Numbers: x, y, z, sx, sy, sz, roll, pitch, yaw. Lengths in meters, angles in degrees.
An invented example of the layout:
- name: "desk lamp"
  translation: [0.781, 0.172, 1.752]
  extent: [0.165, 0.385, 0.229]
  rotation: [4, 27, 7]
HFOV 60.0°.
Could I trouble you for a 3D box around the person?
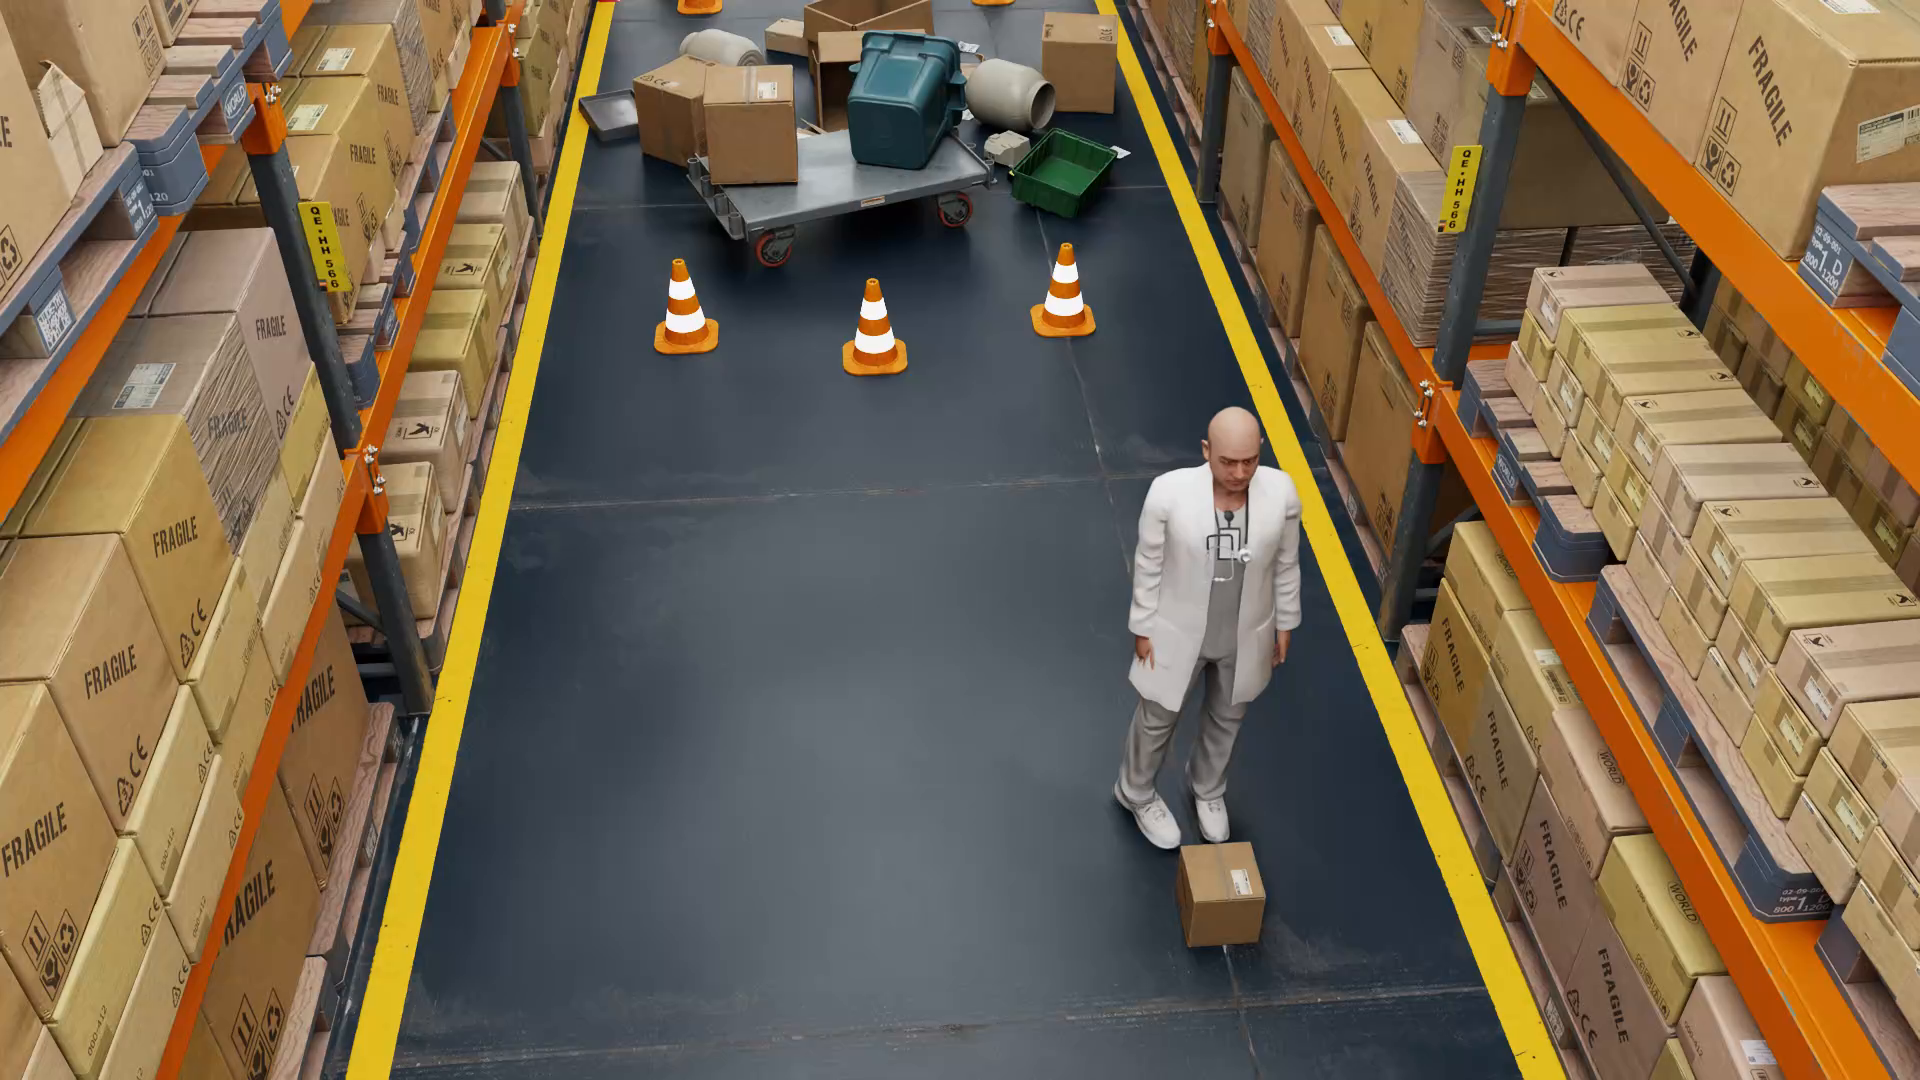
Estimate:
- name: "person"
  translation: [0.887, 0.335, 5.742]
  extent: [0.606, 1.789, 0.386]
  rotation: [-2, 39, -3]
